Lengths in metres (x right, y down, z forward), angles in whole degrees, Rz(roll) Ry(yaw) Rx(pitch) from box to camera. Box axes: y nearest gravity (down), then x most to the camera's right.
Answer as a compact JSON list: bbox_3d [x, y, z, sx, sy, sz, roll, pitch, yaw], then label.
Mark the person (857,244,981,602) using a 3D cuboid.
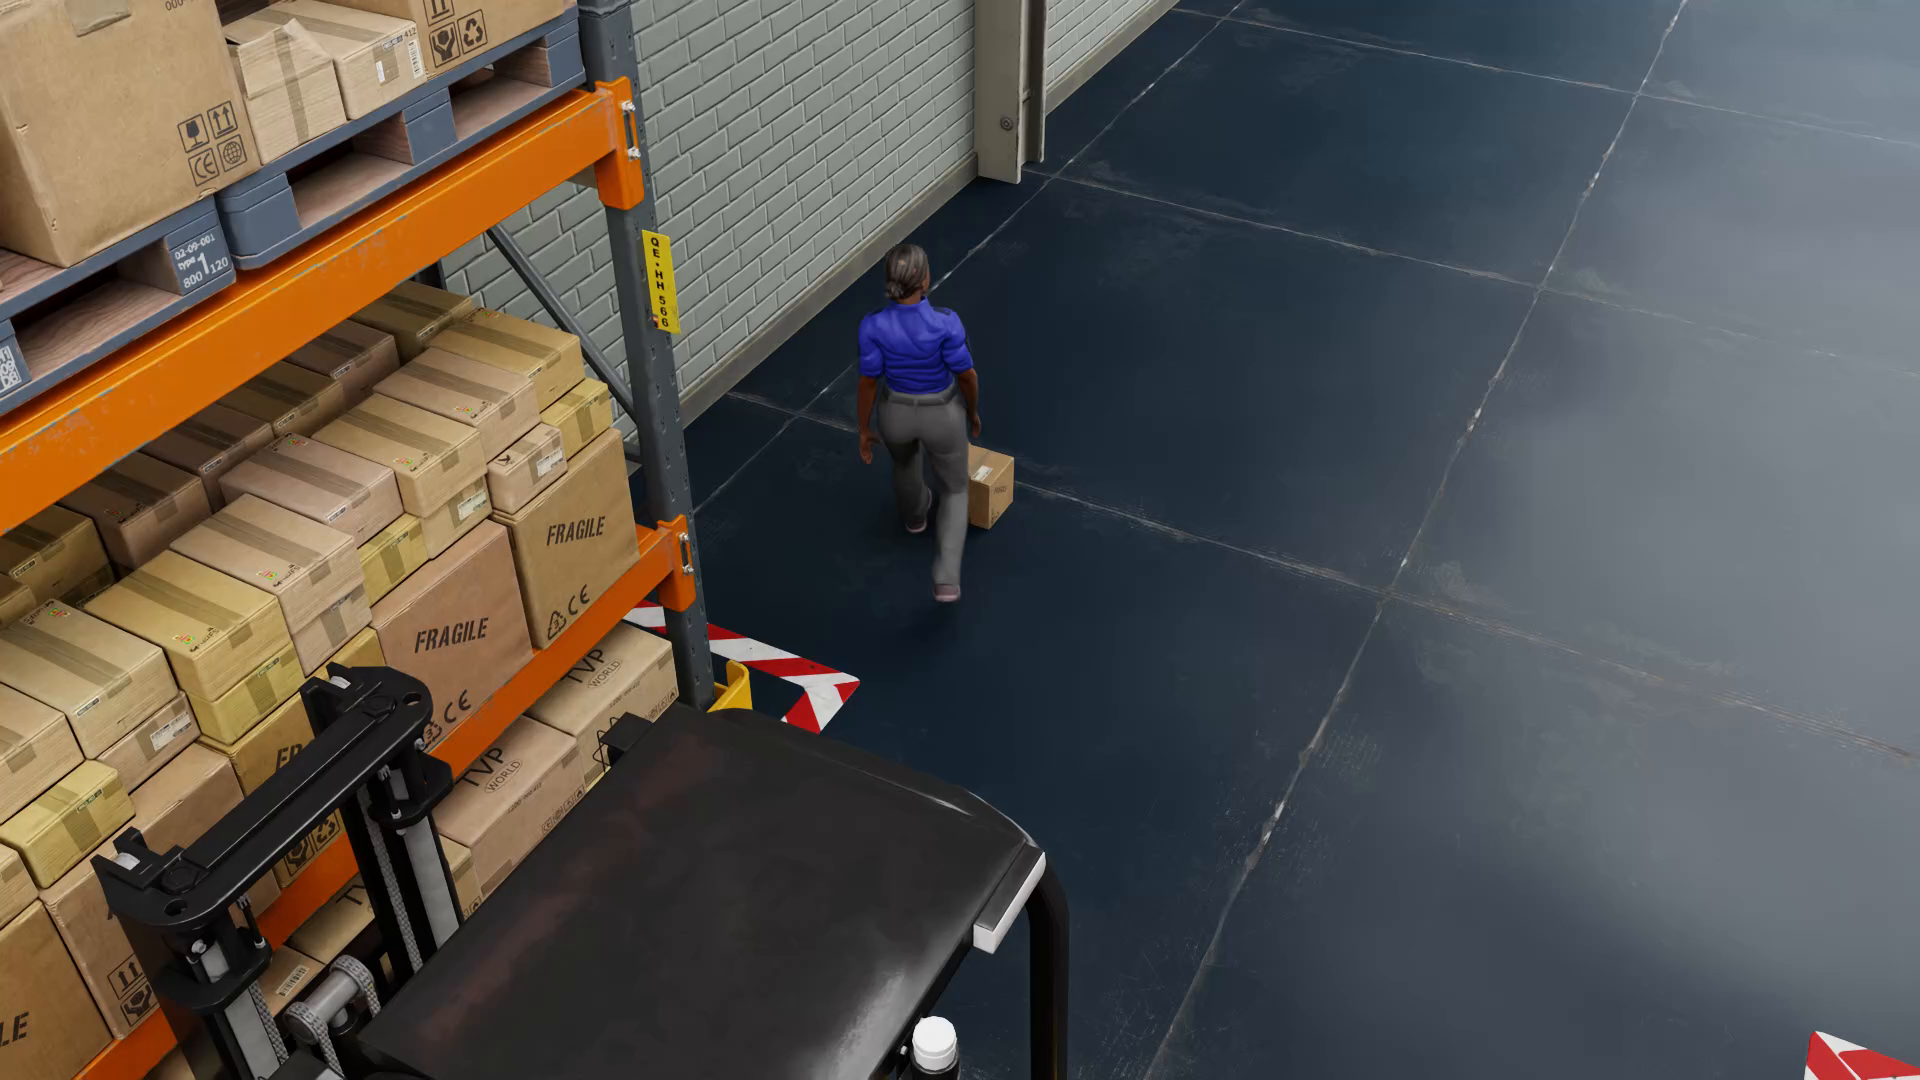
[{"bbox_3d":[-0.158,-0.533,6.864,0.485,1.607,0.957,5,38,7],"label":"person"}]
